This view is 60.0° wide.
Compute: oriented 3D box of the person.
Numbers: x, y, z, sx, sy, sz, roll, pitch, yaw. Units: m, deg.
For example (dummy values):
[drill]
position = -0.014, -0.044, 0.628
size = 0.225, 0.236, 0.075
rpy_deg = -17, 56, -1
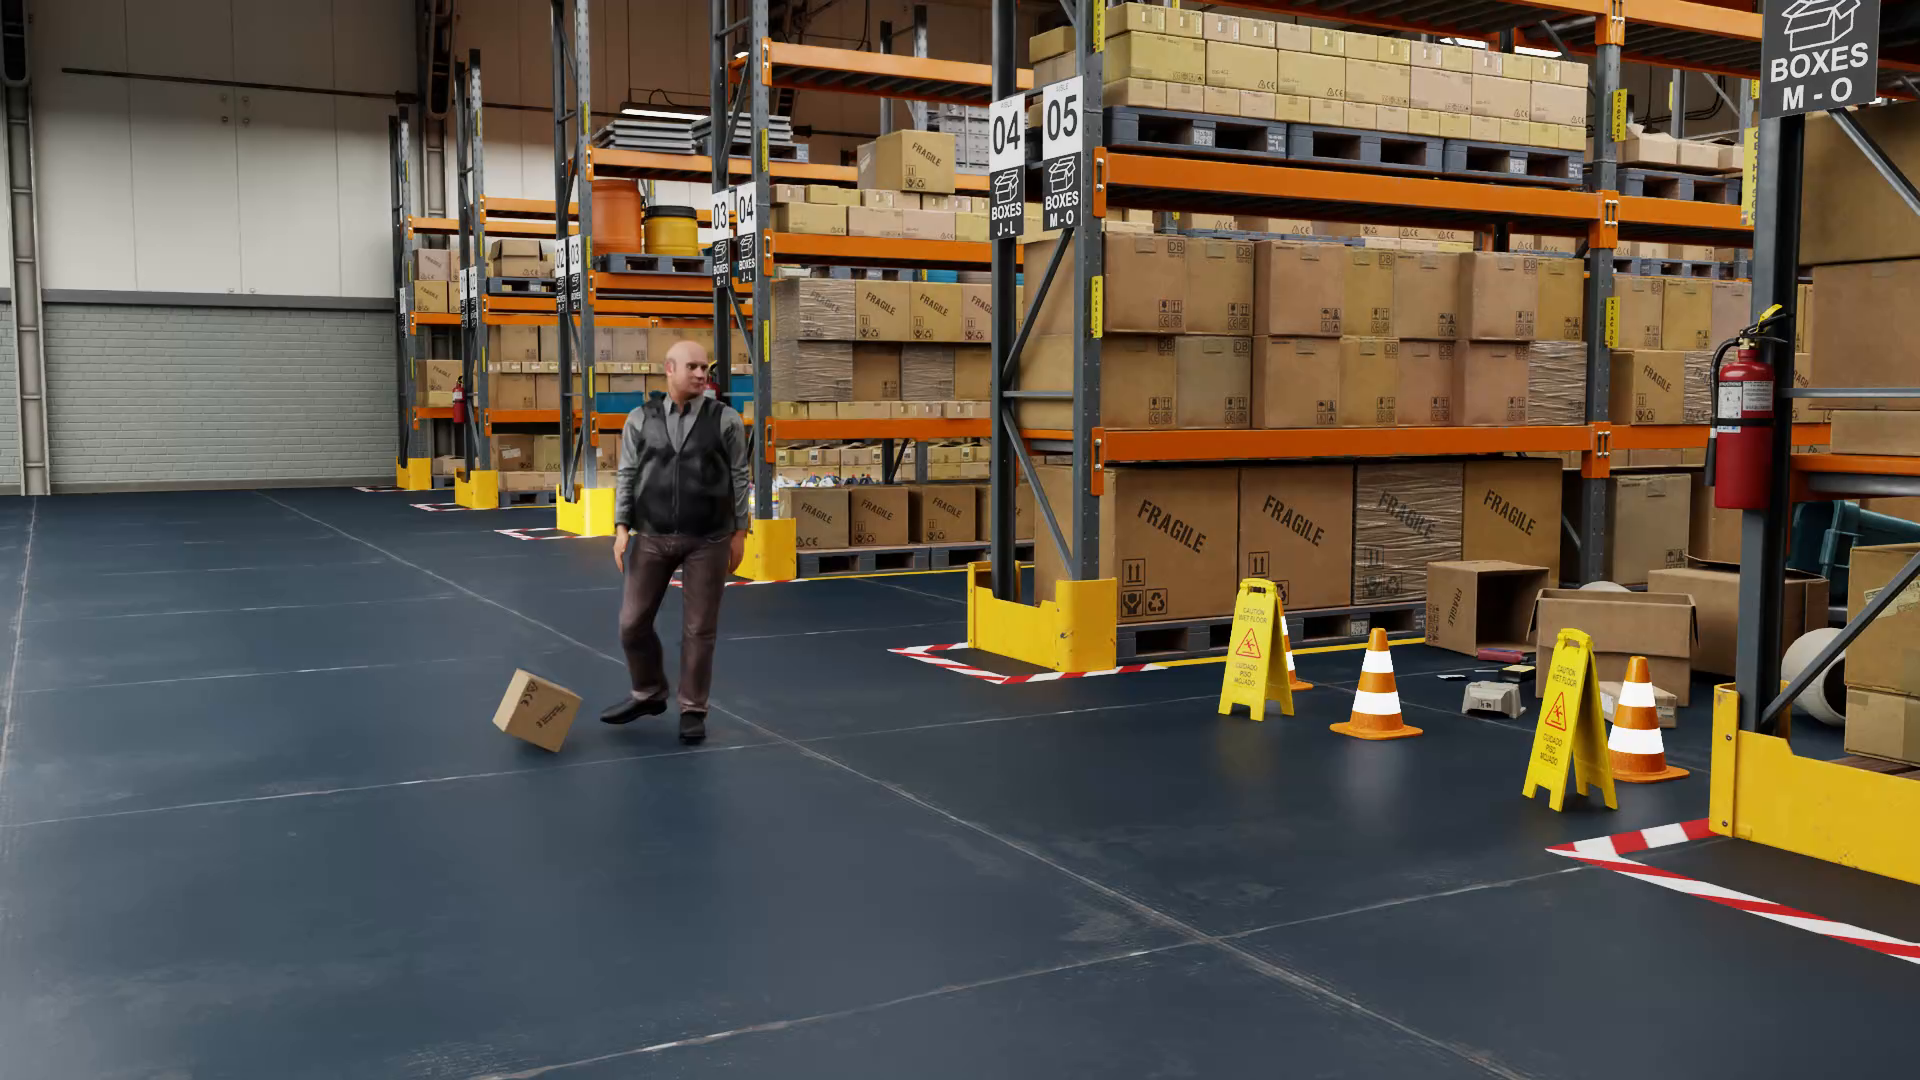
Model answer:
[person]
position = -1.259, -0.001, 7.217
size = 0.696, 1.715, 0.450
rpy_deg = 0, 5, 1
